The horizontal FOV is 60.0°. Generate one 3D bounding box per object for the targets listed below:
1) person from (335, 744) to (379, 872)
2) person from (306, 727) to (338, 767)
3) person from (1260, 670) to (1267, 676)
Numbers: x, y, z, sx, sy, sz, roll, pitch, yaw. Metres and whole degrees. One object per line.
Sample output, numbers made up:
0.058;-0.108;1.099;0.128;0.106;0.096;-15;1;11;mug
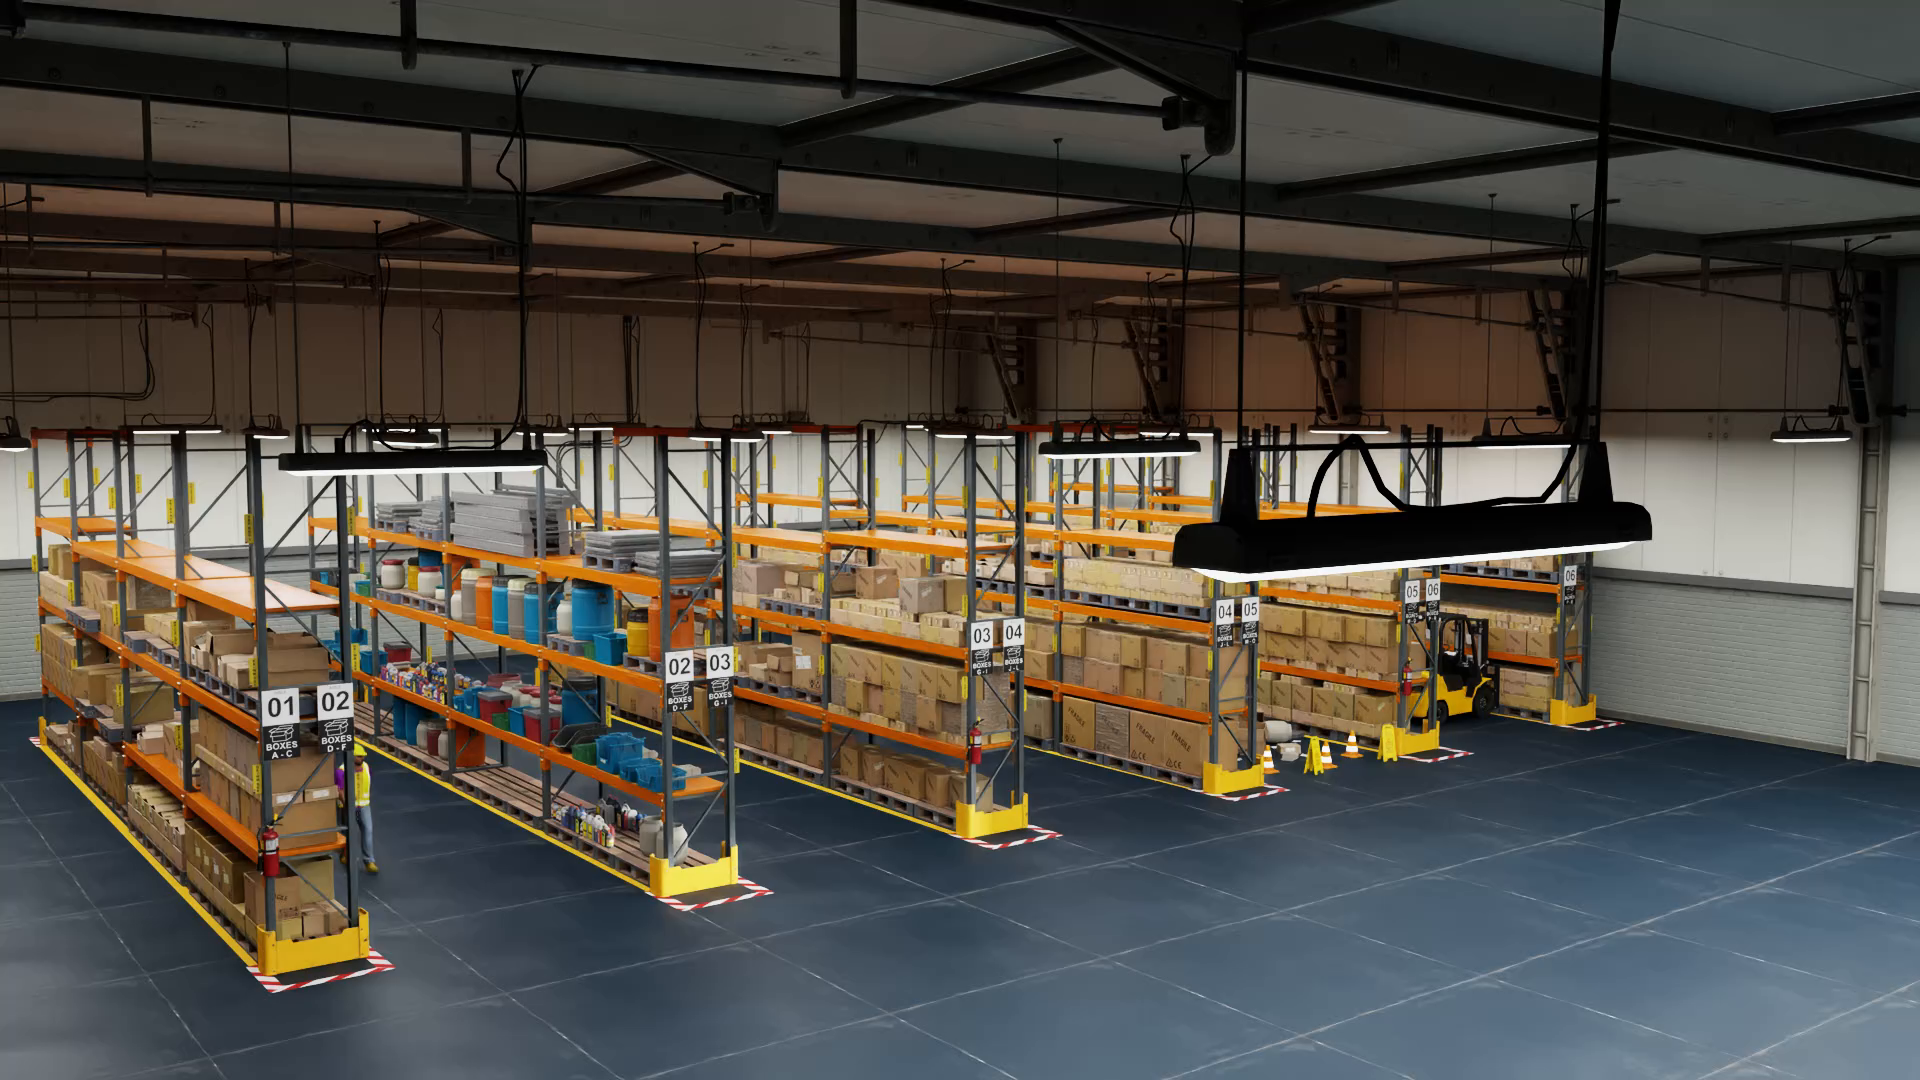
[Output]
-8.293;3.661;22.896;0.974;1.710;0.562;4;6;44;person
-10.635;3.318;27.672;0.597;1.706;0.632;4;6;41;person
6.748;2.705;36.236;0.584;1.584;0.705;-3;5;-35;person
